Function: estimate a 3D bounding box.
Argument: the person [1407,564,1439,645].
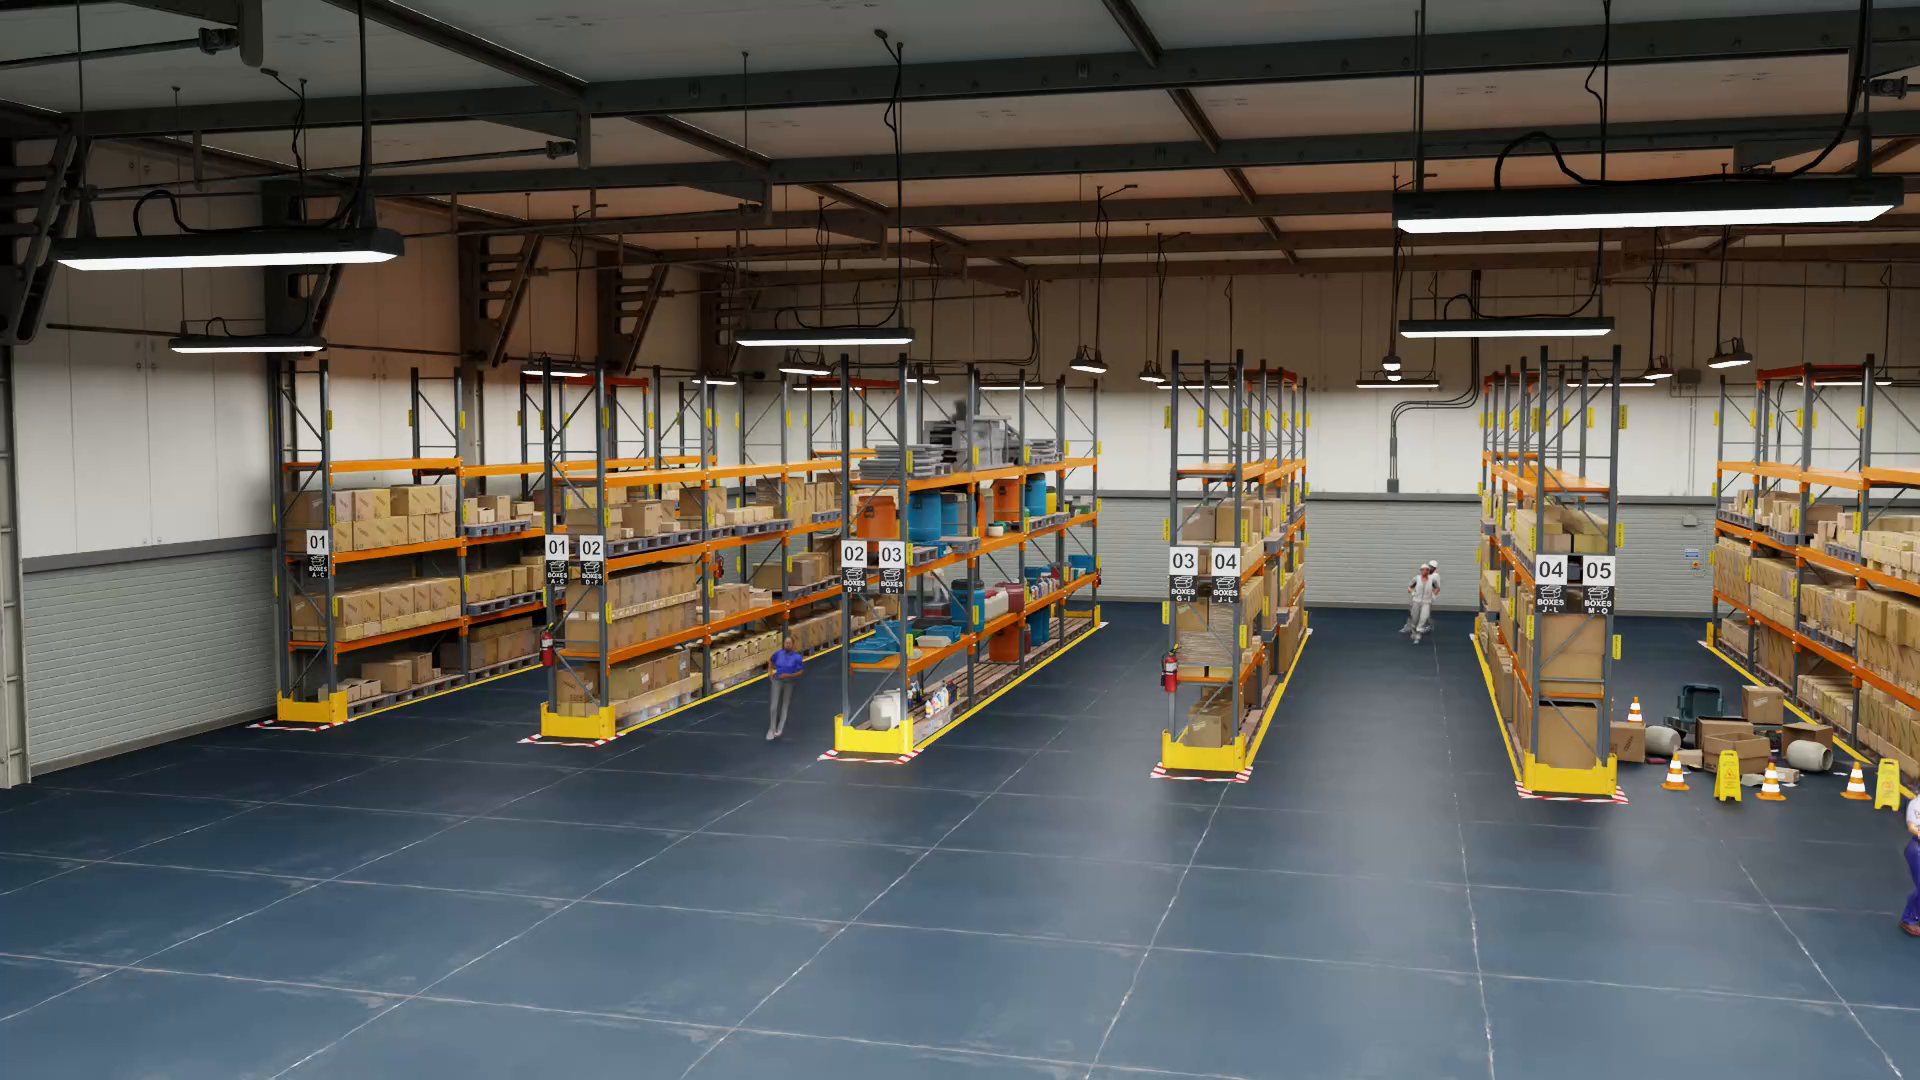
[{"bbox_3d":[10.369,1.425,37.282,0.685,1.783,0.935,1,4,18],"label":"person"}]

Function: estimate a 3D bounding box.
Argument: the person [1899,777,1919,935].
[{"bbox_3d":[9.394,3.032,16.055,0.661,1.617,0.570,-2,5,-29],"label":"person"}]

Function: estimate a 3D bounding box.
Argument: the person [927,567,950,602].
[{"bbox_3d":[-0.577,1.178,41.900,0.655,1.669,0.767,-2,5,-25],"label":"person"}]

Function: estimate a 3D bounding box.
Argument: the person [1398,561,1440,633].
[{"bbox_3d":[10.809,1.344,38.893,0.800,1.722,0.798,-1,4,-15],"label":"person"}]

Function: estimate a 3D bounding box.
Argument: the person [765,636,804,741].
[{"bbox_3d":[-2.750,2.340,26.106,0.608,1.672,0.652,0,4,0],"label":"person"}]
